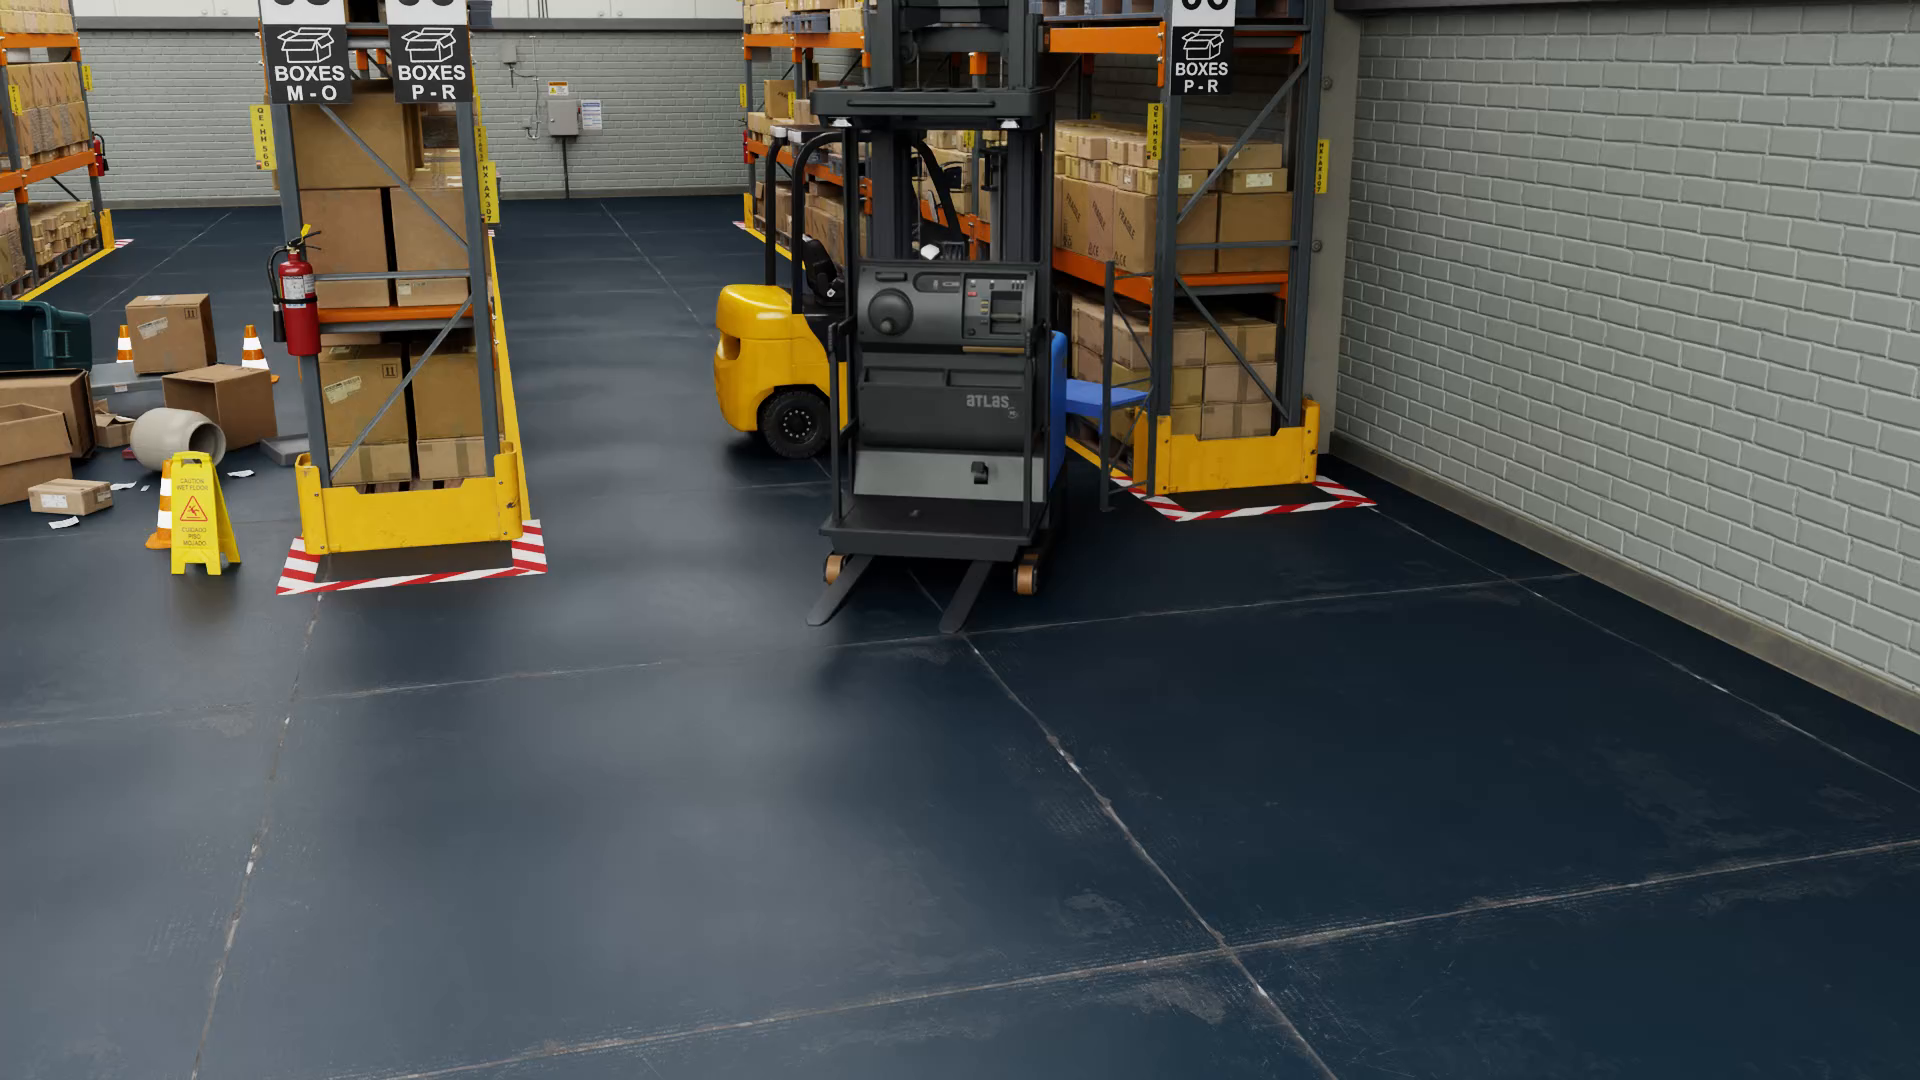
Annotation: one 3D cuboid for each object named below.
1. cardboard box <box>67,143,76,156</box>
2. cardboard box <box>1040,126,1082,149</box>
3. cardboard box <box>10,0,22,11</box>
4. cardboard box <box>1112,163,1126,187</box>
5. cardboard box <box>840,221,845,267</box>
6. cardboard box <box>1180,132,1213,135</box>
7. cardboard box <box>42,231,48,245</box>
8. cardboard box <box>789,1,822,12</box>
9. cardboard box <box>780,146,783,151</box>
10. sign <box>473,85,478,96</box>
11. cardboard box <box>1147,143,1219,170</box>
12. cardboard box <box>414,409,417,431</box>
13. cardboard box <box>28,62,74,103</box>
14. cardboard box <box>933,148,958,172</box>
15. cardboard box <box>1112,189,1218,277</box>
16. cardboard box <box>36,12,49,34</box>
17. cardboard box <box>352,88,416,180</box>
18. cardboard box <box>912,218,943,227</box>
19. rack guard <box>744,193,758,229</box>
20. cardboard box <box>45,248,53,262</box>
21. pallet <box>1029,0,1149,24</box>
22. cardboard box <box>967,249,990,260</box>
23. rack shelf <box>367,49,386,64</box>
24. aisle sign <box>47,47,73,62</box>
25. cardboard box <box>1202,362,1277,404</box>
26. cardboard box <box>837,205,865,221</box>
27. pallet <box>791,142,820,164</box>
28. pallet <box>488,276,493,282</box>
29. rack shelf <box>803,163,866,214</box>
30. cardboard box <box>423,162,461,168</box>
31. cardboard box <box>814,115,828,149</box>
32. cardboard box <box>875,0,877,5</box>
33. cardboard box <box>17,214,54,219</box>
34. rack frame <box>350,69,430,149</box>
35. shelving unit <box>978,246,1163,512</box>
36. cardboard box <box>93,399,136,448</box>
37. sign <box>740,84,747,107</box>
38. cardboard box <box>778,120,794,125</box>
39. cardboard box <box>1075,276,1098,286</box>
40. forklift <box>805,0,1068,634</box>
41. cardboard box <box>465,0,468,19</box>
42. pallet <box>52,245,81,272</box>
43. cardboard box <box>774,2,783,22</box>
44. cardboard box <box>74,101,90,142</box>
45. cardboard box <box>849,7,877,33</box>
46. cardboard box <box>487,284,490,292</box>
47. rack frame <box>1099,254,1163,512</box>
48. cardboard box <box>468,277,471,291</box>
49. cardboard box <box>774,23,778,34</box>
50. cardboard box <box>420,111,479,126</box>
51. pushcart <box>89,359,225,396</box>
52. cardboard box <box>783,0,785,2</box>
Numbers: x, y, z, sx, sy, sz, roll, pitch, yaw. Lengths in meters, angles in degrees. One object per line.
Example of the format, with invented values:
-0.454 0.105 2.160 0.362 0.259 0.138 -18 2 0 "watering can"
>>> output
-11.636 -5.033 21.429 0.380 0.149 0.250 -4 17 -14 "cardboard box"
0.704 -3.028 12.501 0.380 0.149 0.250 -5 17 -16 "cardboard box"
-11.140 -6.218 19.114 0.500 0.250 0.500 -5 17 -15 "cardboard box"
1.219 -2.394 10.906 0.380 0.149 0.250 -4 17 -14 "cardboard box"
-1.101 -3.417 19.229 0.500 0.500 0.500 -4 17 -13 "cardboard box"
1.555 -2.795 11.725 0.380 0.149 0.250 -5 17 -17 "cardboard box"
-11.227 -3.629 20.028 0.380 0.149 0.250 -6 18 -18 "cardboard box"
-1.903 -6.587 20.485 0.380 0.149 0.250 -4 17 -14 "cardboard box"
-2.264 -5.367 22.542 0.380 0.149 0.250 -5 17 -16 "cardboard box"
-5.856 -5.305 20.022 0.100 0.325 0.005 -5 17 -15 "sign"
1.394 -2.400 10.409 0.380 0.149 0.250 -5 17 -15 "cardboard box"
-3.842 -0.798 10.944 0.500 0.250 0.500 -5 18 -17 "cardboard box"
-11.701 -5.852 21.290 0.500 0.500 0.500 -5 18 -17 "cardboard box"
0.066 -3.348 14.775 0.500 0.250 0.500 -5 17 -17 "cardboard box"
1.307 -1.980 10.655 0.500 0.500 0.500 -5 17 -16 "cardboard box"
-11.391 -6.265 20.141 0.500 0.250 0.500 -4 17 -13 "cardboard box"
-3.559 -2.357 9.655 0.700 0.500 0.500 -5 17 -15 "cardboard box"
-0.348 -3.513 18.420 0.380 0.149 0.250 -4 17 -12 "cardboard box"
-2.682 -5.024 25.308 1.175 0.500 0.348 -5 17 -15 "rack guard"
-10.971 -3.358 19.644 0.380 0.149 0.250 -4 17 -14 "cardboard box"
0.855 -4.083 12.771 1.003 0.211 1.213 -5 17 -15 "pallet"
0.235 -2.345 15.444 0.875 0.625 0.625 -5 17 -16 "cardboard box"
-5.825 -5.281 17.856 1.077 0.370 4.000 -5 17 -15 "rack shelf"
-11.937 -6.718 22.085 0.394 0.787 0.004 -5 17 -15 "aisle sign"
1.765 -1.087 11.036 0.500 0.250 0.500 -4 17 -14 "cardboard box"
-1.221 -3.830 19.474 0.380 0.149 0.250 -6 18 -18 "cardboard box"
-1.488 -4.814 20.598 1.003 0.211 1.213 -5 17 -15 "pallet"
-5.751 -2.861 18.611 1.003 0.211 1.213 -5 17 -15 "pallet"
-1.053 -4.238 19.597 1.077 0.370 4.000 -5 17 -15 "rack shelf"
-3.375 -2.190 10.839 0.500 0.500 0.500 -5 17 -16 "cardboard box"
-1.327 -4.873 19.557 0.700 0.500 0.500 -5 17 -16 "cardboard box"
-0.539 -5.543 16.400 0.500 0.500 0.500 -5 17 -15 "cardboard box"
-11.377 -3.918 20.474 0.380 0.149 0.250 -5 18 -18 "cardboard box"
-4.176 -2.529 12.659 1.000 3.000 0.127 -5 17 -15 "rack frame"
0.660 -1.041 10.311 1.048 1.500 0.538 16 23 42 "shelving unit"
-6.016 -0.825 11.737 0.396 0.266 0.258 11 20 32 "cardboard box"
-3.224 -6.614 24.751 0.100 0.325 0.005 -5 17 -15 "sign"
-2.130 -5.465 22.176 0.500 0.250 0.500 -5 17 -15 "cardboard box"
1.196 -1.885 12.826 0.500 0.250 0.500 -5 17 -15 "cardboard box"
-0.104 -1.227 8.442 1.130 2.935 3.031 3 17 9 "forklift"
-2.856 -2.857 8.971 0.380 0.149 0.250 -5 17 -15 "cardboard box"
-11.664 -3.509 20.765 1.003 0.211 1.213 -5 17 -15 "pallet"
-2.129 -6.900 21.737 0.500 0.250 0.500 -5 18 -17 "cardboard box"
-11.835 -5.516 21.910 0.500 0.500 0.500 -4 17 -14 "cardboard box"
-0.878 -5.517 17.651 0.500 0.250 0.500 -5 18 -17 "cardboard box"
-3.756 -1.630 12.412 0.500 0.500 0.500 -5 17 -16 "cardboard box"
1.026 -0.940 9.973 0.032 1.500 0.500 16 23 42 "rack frame"
-3.049 -1.562 9.873 0.380 0.149 0.250 -5 18 -17 "cardboard box"
-2.299 -6.885 22.381 0.380 0.149 0.250 -5 17 -15 "cardboard box"
-4.290 -3.350 13.968 0.500 0.500 0.500 -5 17 -16 "cardboard box"
-6.355 -1.080 12.390 1.648 0.377 0.936 -12 20 -34 "pushcart"
-1.973 -7.003 21.212 0.500 0.250 0.500 -5 17 -15 "cardboard box"
